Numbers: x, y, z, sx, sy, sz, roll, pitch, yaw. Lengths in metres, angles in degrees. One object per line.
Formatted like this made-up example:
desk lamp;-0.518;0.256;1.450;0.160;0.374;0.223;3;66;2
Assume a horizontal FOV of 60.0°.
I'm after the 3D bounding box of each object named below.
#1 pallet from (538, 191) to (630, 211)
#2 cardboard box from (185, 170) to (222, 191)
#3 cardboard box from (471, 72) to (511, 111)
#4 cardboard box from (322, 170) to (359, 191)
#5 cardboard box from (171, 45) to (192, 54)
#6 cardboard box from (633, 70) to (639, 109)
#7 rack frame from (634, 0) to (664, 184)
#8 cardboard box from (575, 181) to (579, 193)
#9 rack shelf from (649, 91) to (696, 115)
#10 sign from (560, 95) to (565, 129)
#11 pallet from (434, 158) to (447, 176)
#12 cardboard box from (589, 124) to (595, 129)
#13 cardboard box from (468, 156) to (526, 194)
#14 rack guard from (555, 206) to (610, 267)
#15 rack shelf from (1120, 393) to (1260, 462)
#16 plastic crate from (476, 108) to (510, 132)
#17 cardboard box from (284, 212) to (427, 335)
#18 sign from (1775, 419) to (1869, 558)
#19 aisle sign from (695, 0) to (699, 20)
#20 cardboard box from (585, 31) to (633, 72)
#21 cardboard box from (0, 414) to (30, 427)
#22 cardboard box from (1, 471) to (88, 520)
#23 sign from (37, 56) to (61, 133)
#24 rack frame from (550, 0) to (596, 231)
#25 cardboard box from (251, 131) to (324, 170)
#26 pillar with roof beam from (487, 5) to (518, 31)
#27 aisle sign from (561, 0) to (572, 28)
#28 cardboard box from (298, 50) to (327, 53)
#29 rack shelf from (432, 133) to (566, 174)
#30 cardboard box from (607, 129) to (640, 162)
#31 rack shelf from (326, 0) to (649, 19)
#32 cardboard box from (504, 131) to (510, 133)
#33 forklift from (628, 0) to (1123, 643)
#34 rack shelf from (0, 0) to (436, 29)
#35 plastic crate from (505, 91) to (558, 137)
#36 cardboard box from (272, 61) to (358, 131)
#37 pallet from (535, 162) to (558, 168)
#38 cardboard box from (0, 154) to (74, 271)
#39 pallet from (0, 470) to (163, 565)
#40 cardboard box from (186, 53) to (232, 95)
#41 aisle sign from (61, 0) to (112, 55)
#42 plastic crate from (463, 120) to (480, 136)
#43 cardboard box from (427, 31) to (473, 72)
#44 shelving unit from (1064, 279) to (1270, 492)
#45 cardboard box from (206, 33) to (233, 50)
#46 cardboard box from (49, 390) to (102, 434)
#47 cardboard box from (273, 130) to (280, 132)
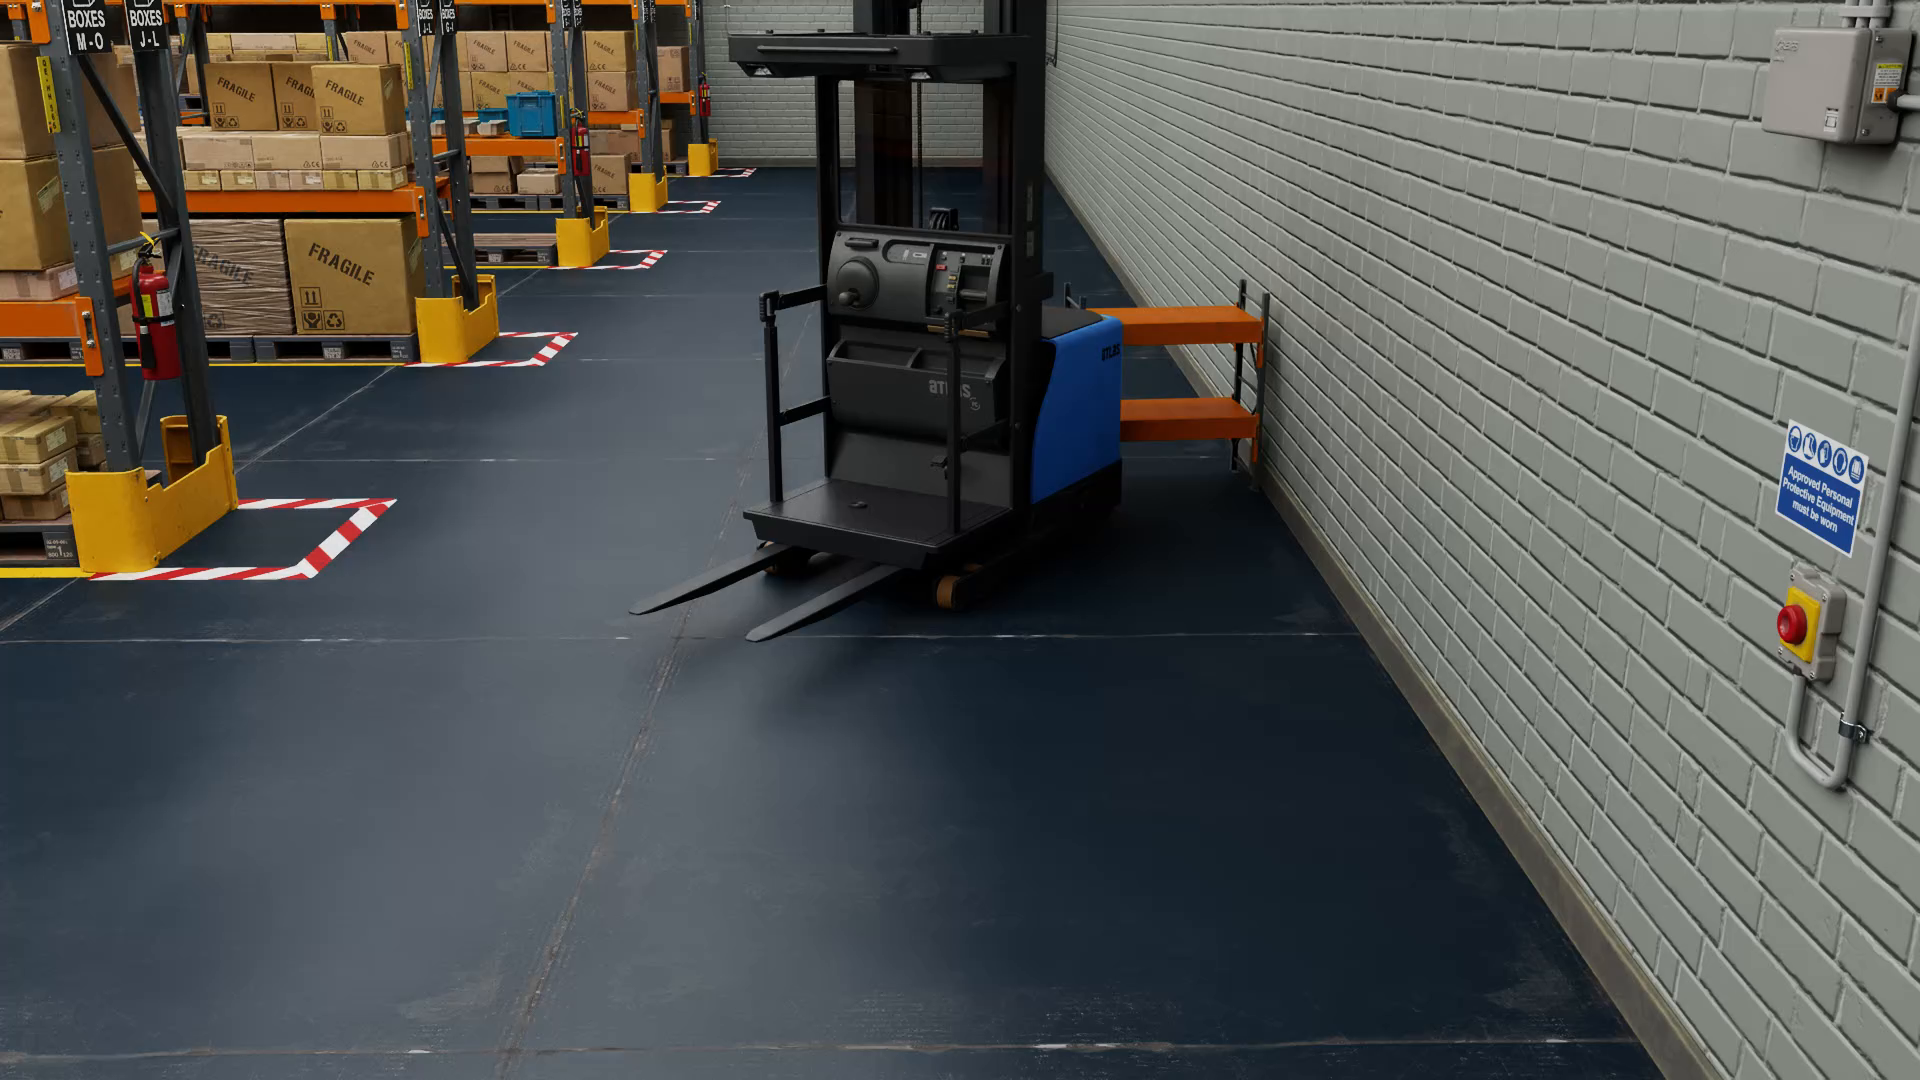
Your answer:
pallet;-5.044;-4.657;22.719;1.213;0.211;1.003;0;18;-1
cardboard box;-5.650;-2.735;12.573;0.250;0.149;0.380;0;18;-1
cardboard box;-6.136;-5.945;22.005;0.500;0.500;0.500;-1;18;-2
cardboard box;-4.629;-2.740;12.589;0.250;0.149;0.380;0;18;0
cardboard box;-12.722;-7.715;26.804;0.500;0.500;0.700;-2;18;-7
cardboard box;-4.619;-6.115;22.536;0.500;0.500;0.500;0;18;0
rack frame;-4.171;-5.989;22.307;0.127;3.000;1.000;0;18;-1
cardboard box;-5.117;-4.797;22.509;0.250;0.166;0.380;0;18;-1
rack shelf;-6.253;-7.150;27.103;4.000;0.370;1.077;0;18;-1
sign;-4.072;-4.386;17.042;0.005;0.325;0.100;0;18;-1
pallet;-9.023;-6.128;27.305;1.213;0.211;1.003;0;18;-1
cardboard box;-6.097;-6.842;27.307;0.250;0.149;0.380;0;18;0
cardboard box;-6.292;-5.001;22.594;0.637;0.503;0.797;0;18;-1
rack guard;-4.073;-3.290;17.985;0.348;0.500;1.175;0;18;-1
rack shelf;1.138;-0.629;9.466;1.000;0.278;0.538;-2;18;-7
plastic crate;-5.007;-4.521;17.907;0.300;0.233;0.416;0;18;-1
cardboard box;-4.657;-2.124;13.050;0.875;0.875;0.875;0;18;-1
sign;1.836;-0.115;3.552;0.001;0.218;0.327;0;18;-1
aisle sign;-4.177;-8.649;26.341;0.004;0.787;0.394;0;18;-1
cardboard box;-4.612;-6.427;21.870;0.500;0.500;0.500;0;18;-1
cardboard box;-4.819;-0.510;8.233;0.250;0.149;0.380;0;18;0
cardboard box;-4.564;-0.224;8.316;0.250;0.149;0.380;0;18;0
sign;-4.053;-1.980;7.397;0.005;0.325;0.100;0;18;-1
rack frame;-4.097;-4.476;17.591;0.127;3.000;1.000;0;18;-1
cardboard box;-5.006;-2.948;12.585;0.500;0.250;0.500;-1;18;-2
pillar with roof beam;-7.499;-9.292;22.782;0.400;9.000;9.100;0;18;-1
aisle sign;-4.020;-5.625;16.916;0.004;0.787;0.394;0;18;-1
cardboard box;-10.222;-7.593;26.623;0.500;0.500;0.500;0;18;1
rack shelf;-6.097;-4.124;17.670;4.000;0.370;1.077;0;18;-1
cardboard box;-5.452;-6.475;27.227;0.500;0.500;0.700;0;18;-1
rack shelf;-6.171;-7.065;21.928;4.000;0.370;1.077;0;18;-1
cardboard box;-7.503;-6.465;27.194;0.500;0.500;0.700;0;18;0
forklift;-0.318;-1.232;7.590;1.130;2.935;3.031;10;20;29
rack shelf;-6.018;-4.040;12.497;4.000;0.370;1.077;0;18;-1
plastic crate;-4.429;-4.463;17.393;0.499;0.435;0.616;0;18;-1
cardboard box;-5.003;-3.468;12.980;0.500;0.500;0.500;-1;18;-2
pallet;-6.268;-6.141;27.347;1.213;0.211;1.003;0;18;-1
cardboard box;-4.487;-1.557;7.839;0.500;0.500;0.500;0;18;0
pallet;-4.930;-0.127;8.597;1.213;0.211;1.003;0;18;-1
cardboard box;-9.936;-6.190;22.082;0.500;0.500;0.700;-5;18;-15
aisle sign;-3.964;-2.595;7.469;0.004;0.787;0.394;0;18;-1
plastic crate;-5.199;-4.323;17.446;0.243;0.136;0.396;0;18;-1
cardboard box;-6.665;-6.415;21.833;0.500;0.500;0.500;-1;18;-2
shelving unit;1.138;-0.862;9.392;1.048;1.125;0.538;-2;18;-7
cardboard box;-11.765;-7.943;26.486;0.500;0.250;0.500;0;18;0
cardboard box;-4.571;-0.675;8.747;0.250;0.149;0.380;-1;18;-3
cardboard box;-5.525;-3.108;13.084;0.500;0.250;0.500;-1;18;-3
